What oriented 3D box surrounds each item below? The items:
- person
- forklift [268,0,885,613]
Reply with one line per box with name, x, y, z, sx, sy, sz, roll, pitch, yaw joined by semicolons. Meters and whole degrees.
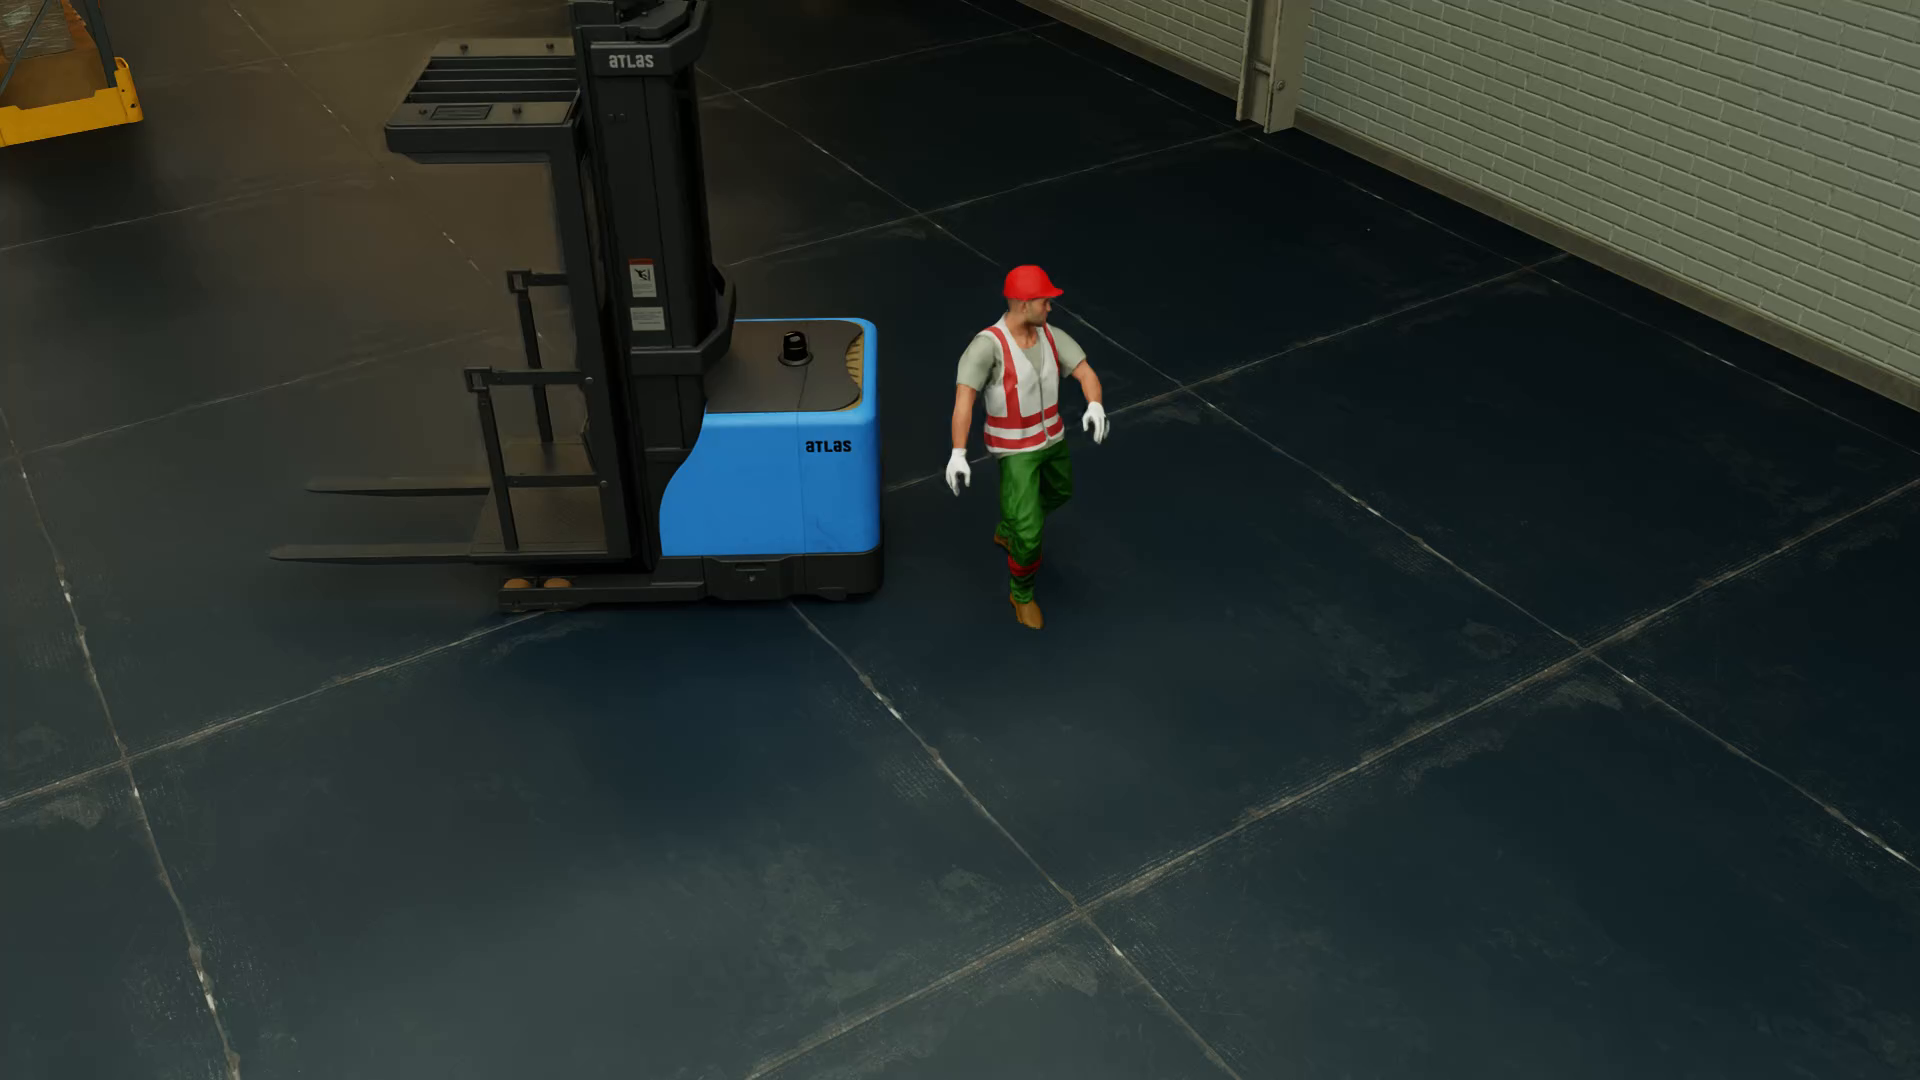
person;0.299;-0.401;7.854;0.786;1.691;0.835;27;43;33
forklift;-1.908;-1.152;7.788;3.031;2.935;1.130;-1;35;-2
